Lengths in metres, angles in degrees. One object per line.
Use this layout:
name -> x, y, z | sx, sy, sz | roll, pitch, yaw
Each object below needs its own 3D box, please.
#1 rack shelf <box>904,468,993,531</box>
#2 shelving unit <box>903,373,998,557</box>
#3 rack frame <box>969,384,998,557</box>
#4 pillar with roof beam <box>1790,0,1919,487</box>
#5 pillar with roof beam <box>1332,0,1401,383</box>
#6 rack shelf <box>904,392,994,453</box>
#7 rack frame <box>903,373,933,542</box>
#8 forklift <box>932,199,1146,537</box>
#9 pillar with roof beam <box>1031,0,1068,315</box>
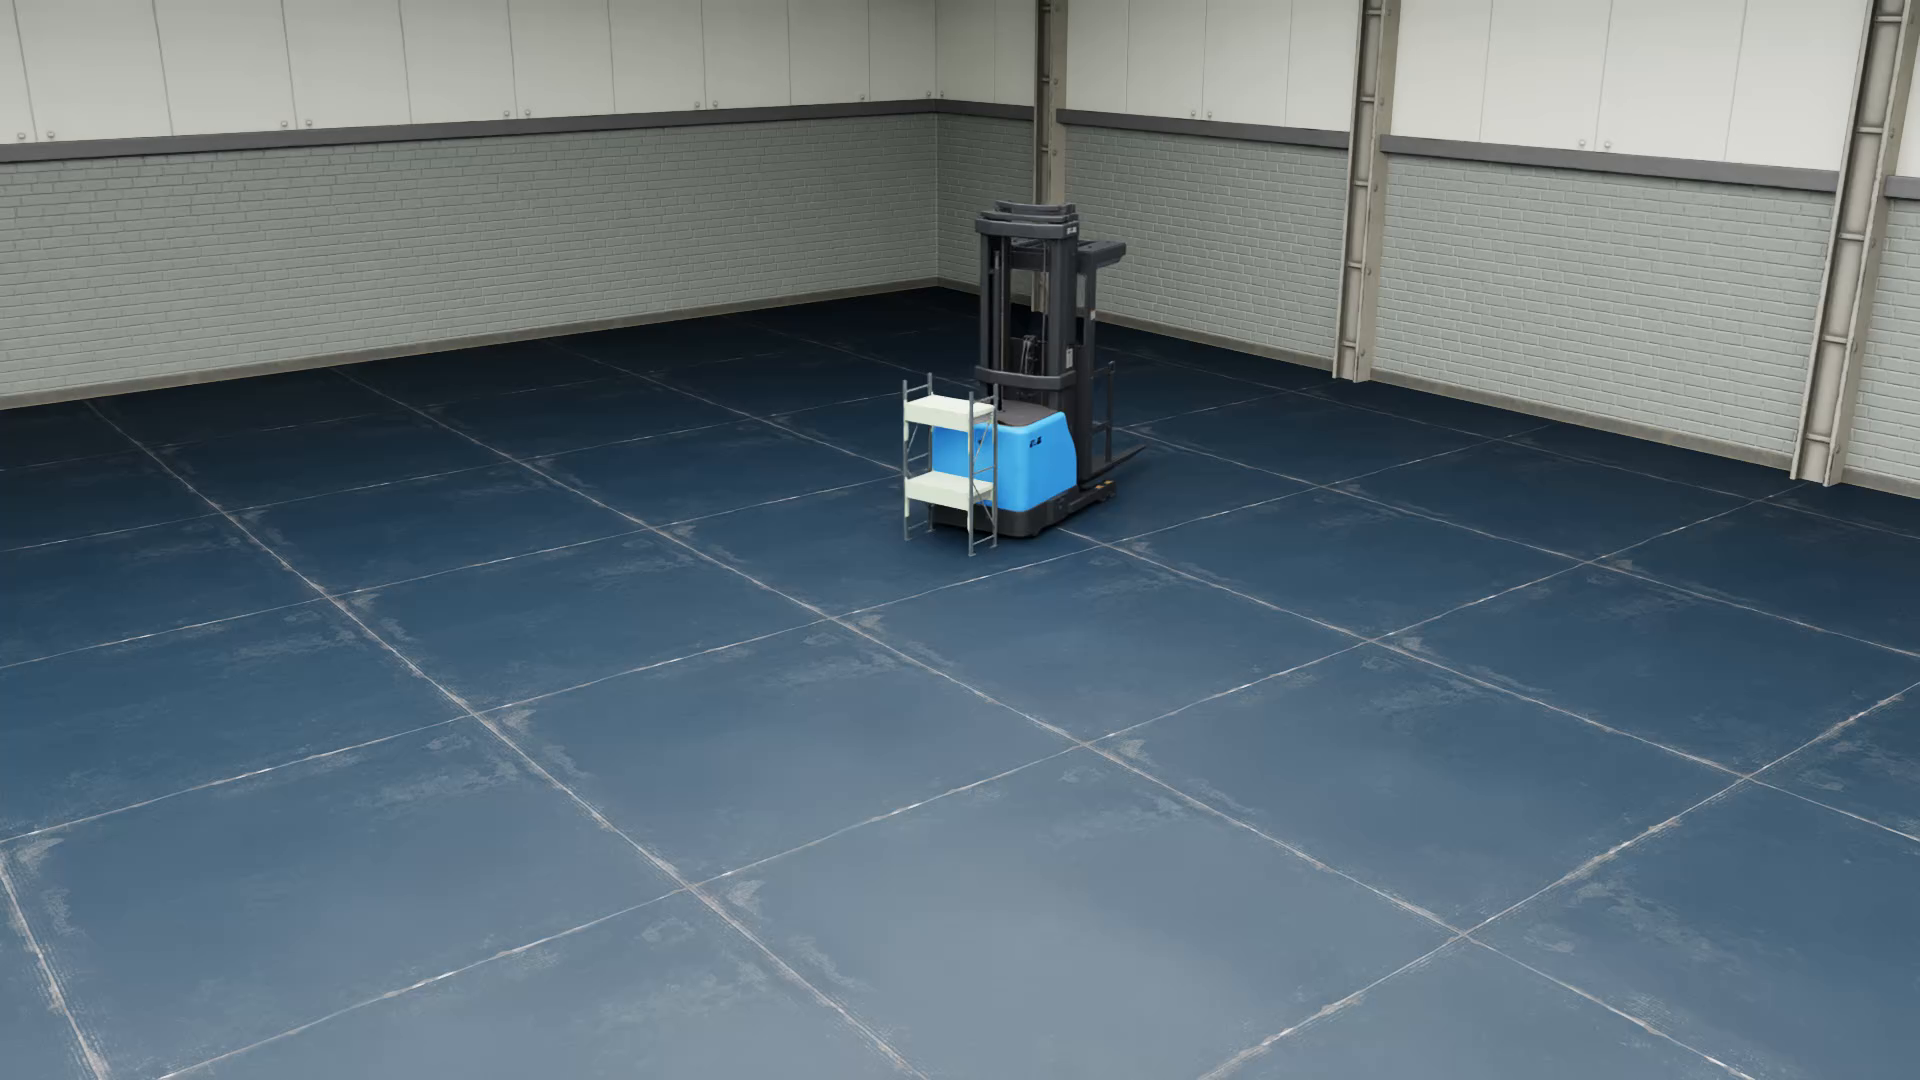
rack shelf -> -0.087, -0.371, 15.023 | 0.720, 0.370, 0.431 | 13, 22, 34
shelving unit -> -0.087, -0.681, 14.920 | 0.755, 1.500, 0.431 | 13, 22, 34
rack frame -> 0.207, -0.612, 14.713 | 0.023, 1.500, 0.400 | 13, 22, 34
pillar with roof beam -> 5.434, -4.050, 13.166 | 9.100, 9.000, 0.400 | -14, 23, -36
pillar with roof beam -> 1.708, -5.529, 17.631 | 9.100, 9.000, 0.400 | -14, 23, -36
rack shelf -> -0.087, -1.051, 14.797 | 0.720, 0.370, 0.431 | 13, 22, 34
rack frame -> -0.382, -0.749, 15.127 | 0.023, 1.500, 0.400 | 13, 22, 34
forklift -> 0.905, -1.830, 16.115 | 1.130, 2.935, 3.031 | 11, 21, 29
pillar with roof beam -> -2.017, -7.007, 22.096 | 9.100, 9.000, 0.400 | -14, 23, -36
